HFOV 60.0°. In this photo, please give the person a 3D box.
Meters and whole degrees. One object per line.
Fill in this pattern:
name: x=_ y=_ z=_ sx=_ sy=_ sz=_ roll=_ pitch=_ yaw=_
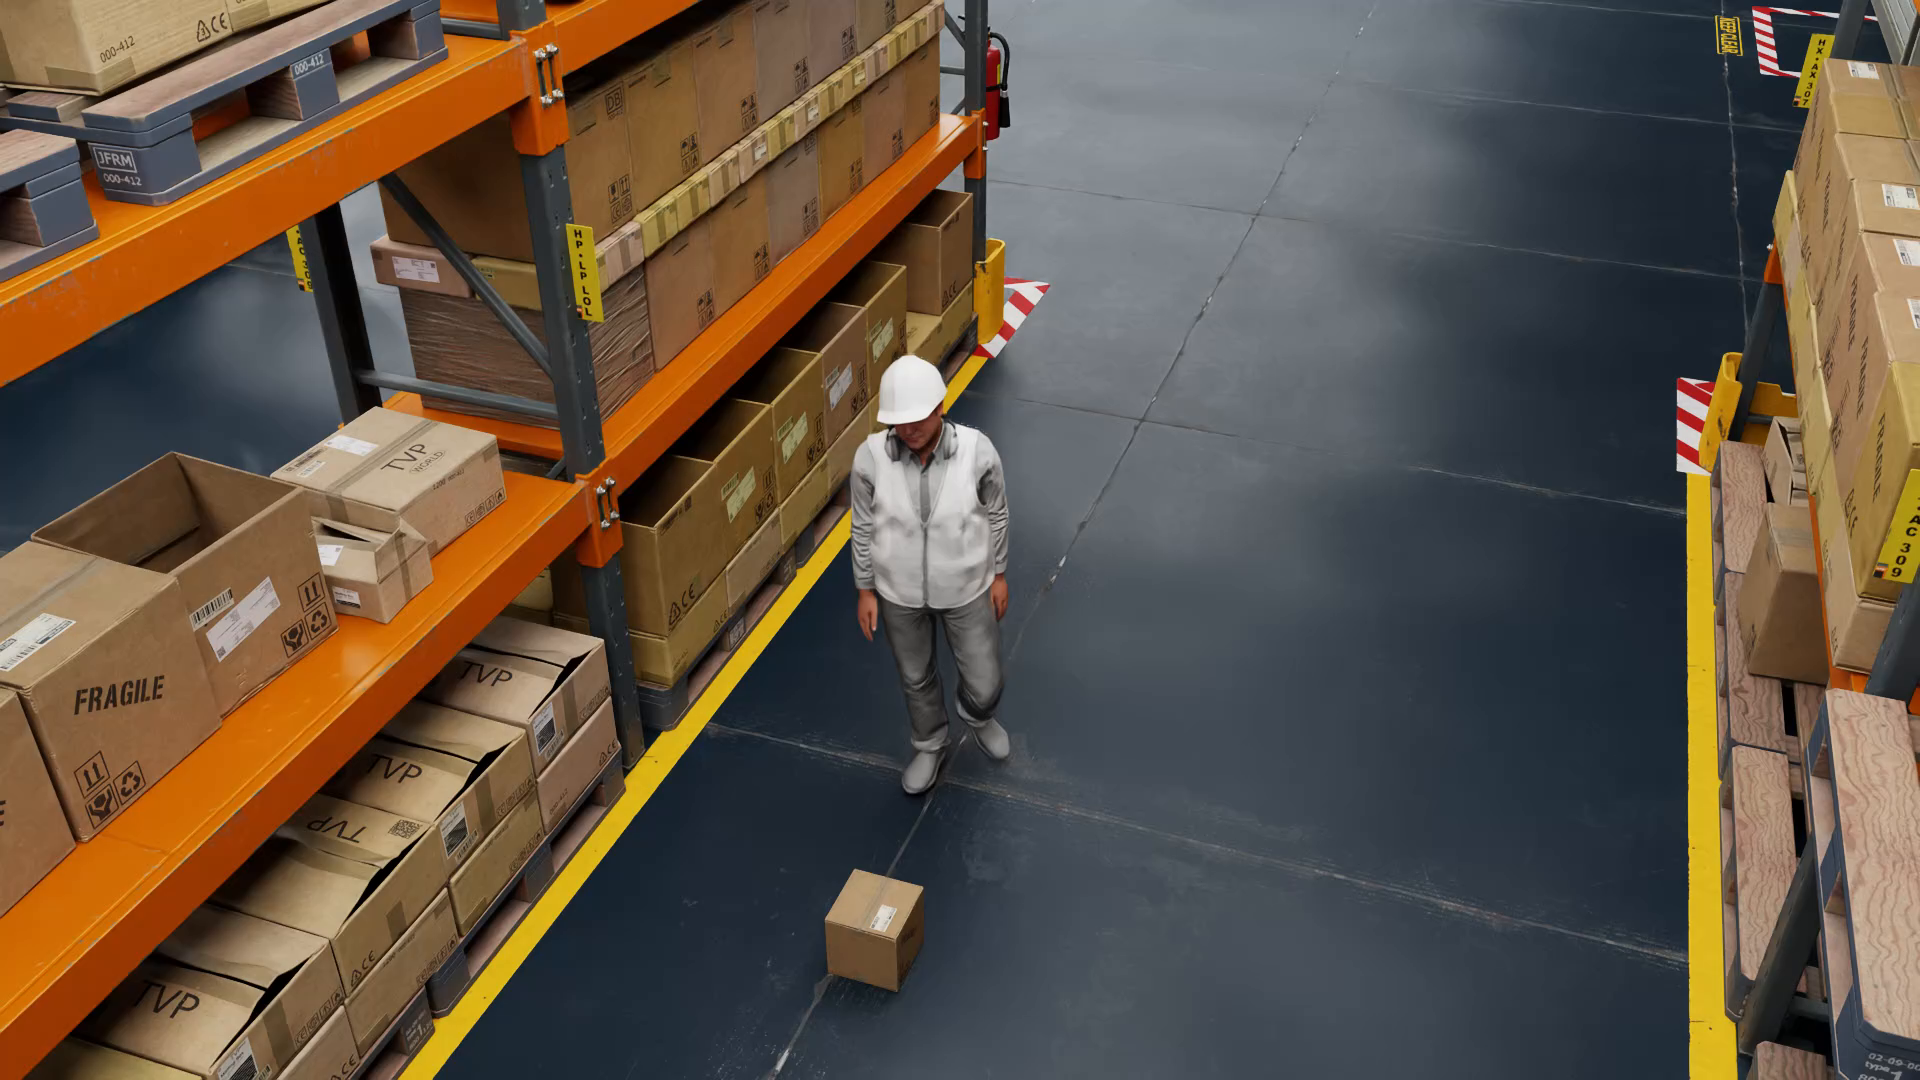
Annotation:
person: x=-0.091 y=0.129 z=5.876 sx=0.563 sy=1.763 sz=0.473 roll=3 pitch=33 yaw=5
